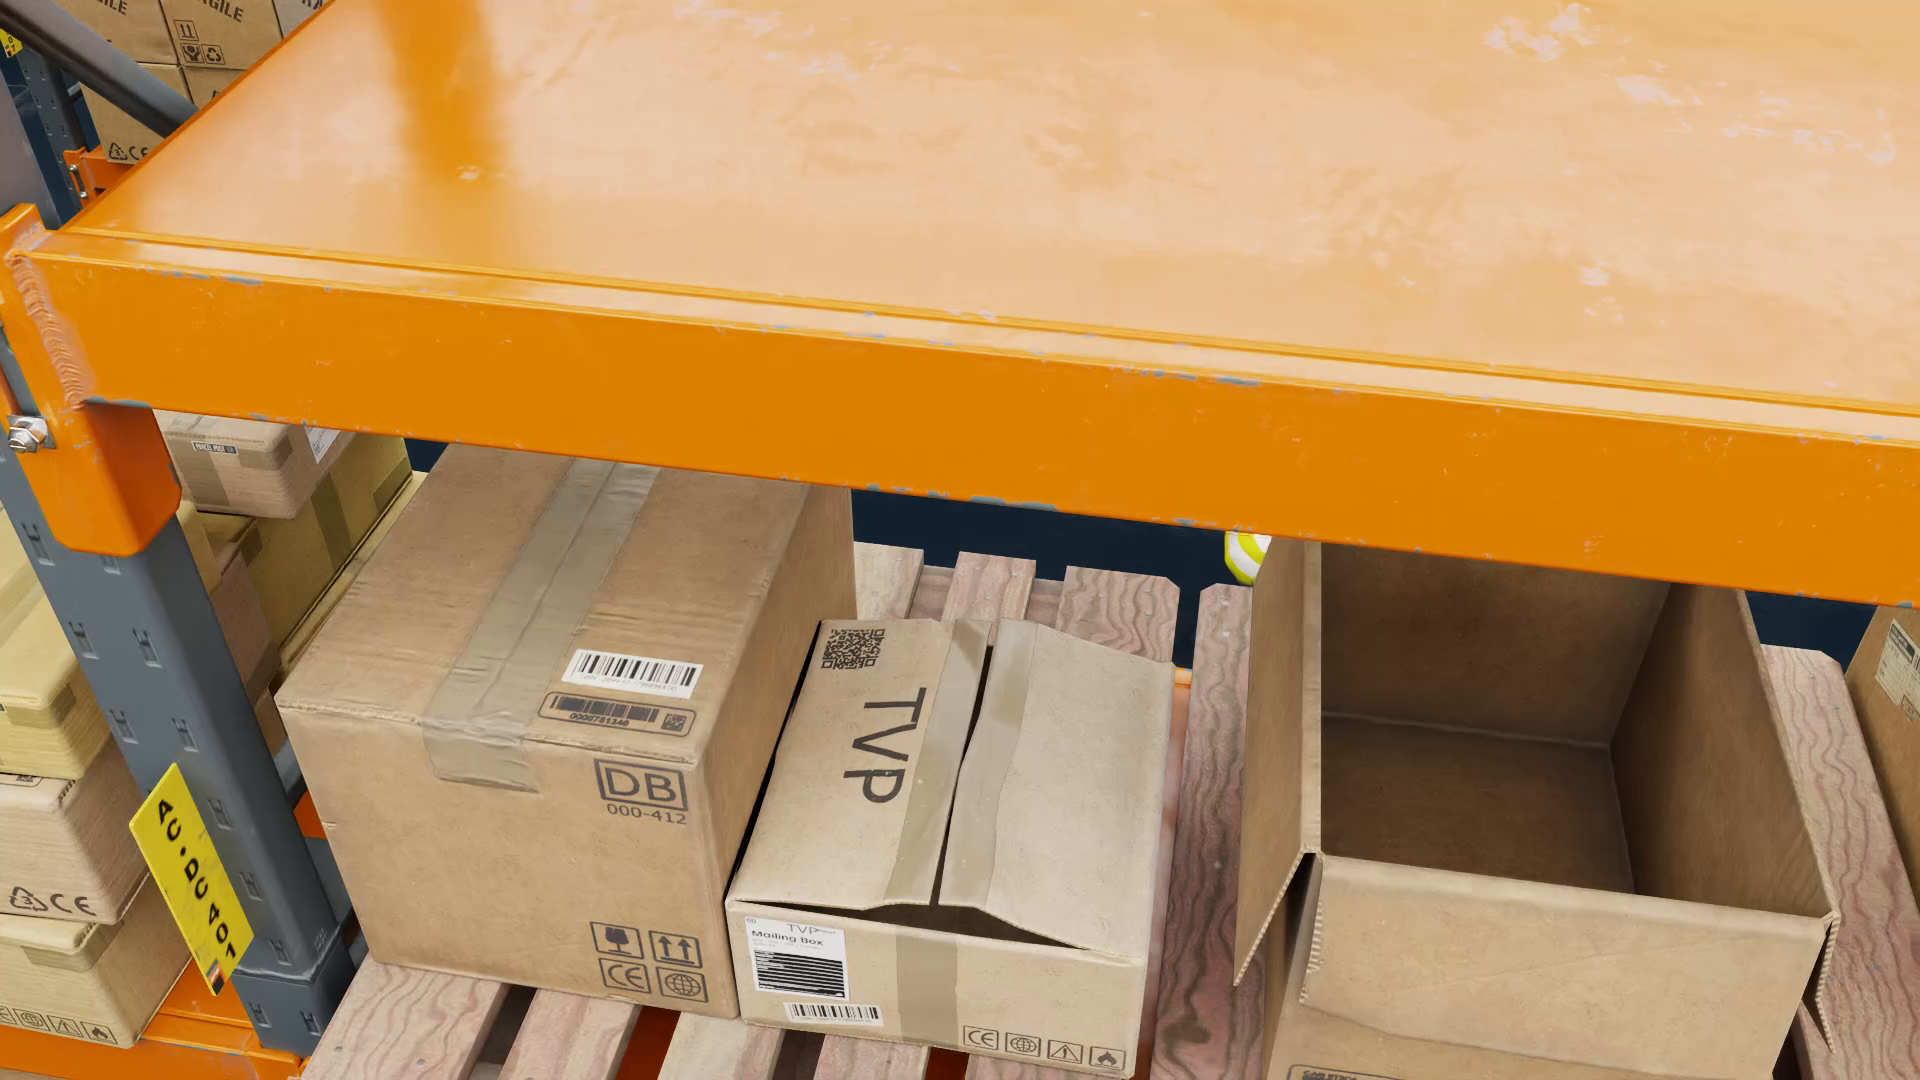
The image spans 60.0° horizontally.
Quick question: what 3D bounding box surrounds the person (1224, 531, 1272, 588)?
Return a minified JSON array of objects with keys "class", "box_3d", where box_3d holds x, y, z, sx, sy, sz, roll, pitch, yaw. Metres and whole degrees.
[{"class":"person","box_3d":[1.438,0.063,6.457,0.822,1.260,0.626,7,41,8]}]
